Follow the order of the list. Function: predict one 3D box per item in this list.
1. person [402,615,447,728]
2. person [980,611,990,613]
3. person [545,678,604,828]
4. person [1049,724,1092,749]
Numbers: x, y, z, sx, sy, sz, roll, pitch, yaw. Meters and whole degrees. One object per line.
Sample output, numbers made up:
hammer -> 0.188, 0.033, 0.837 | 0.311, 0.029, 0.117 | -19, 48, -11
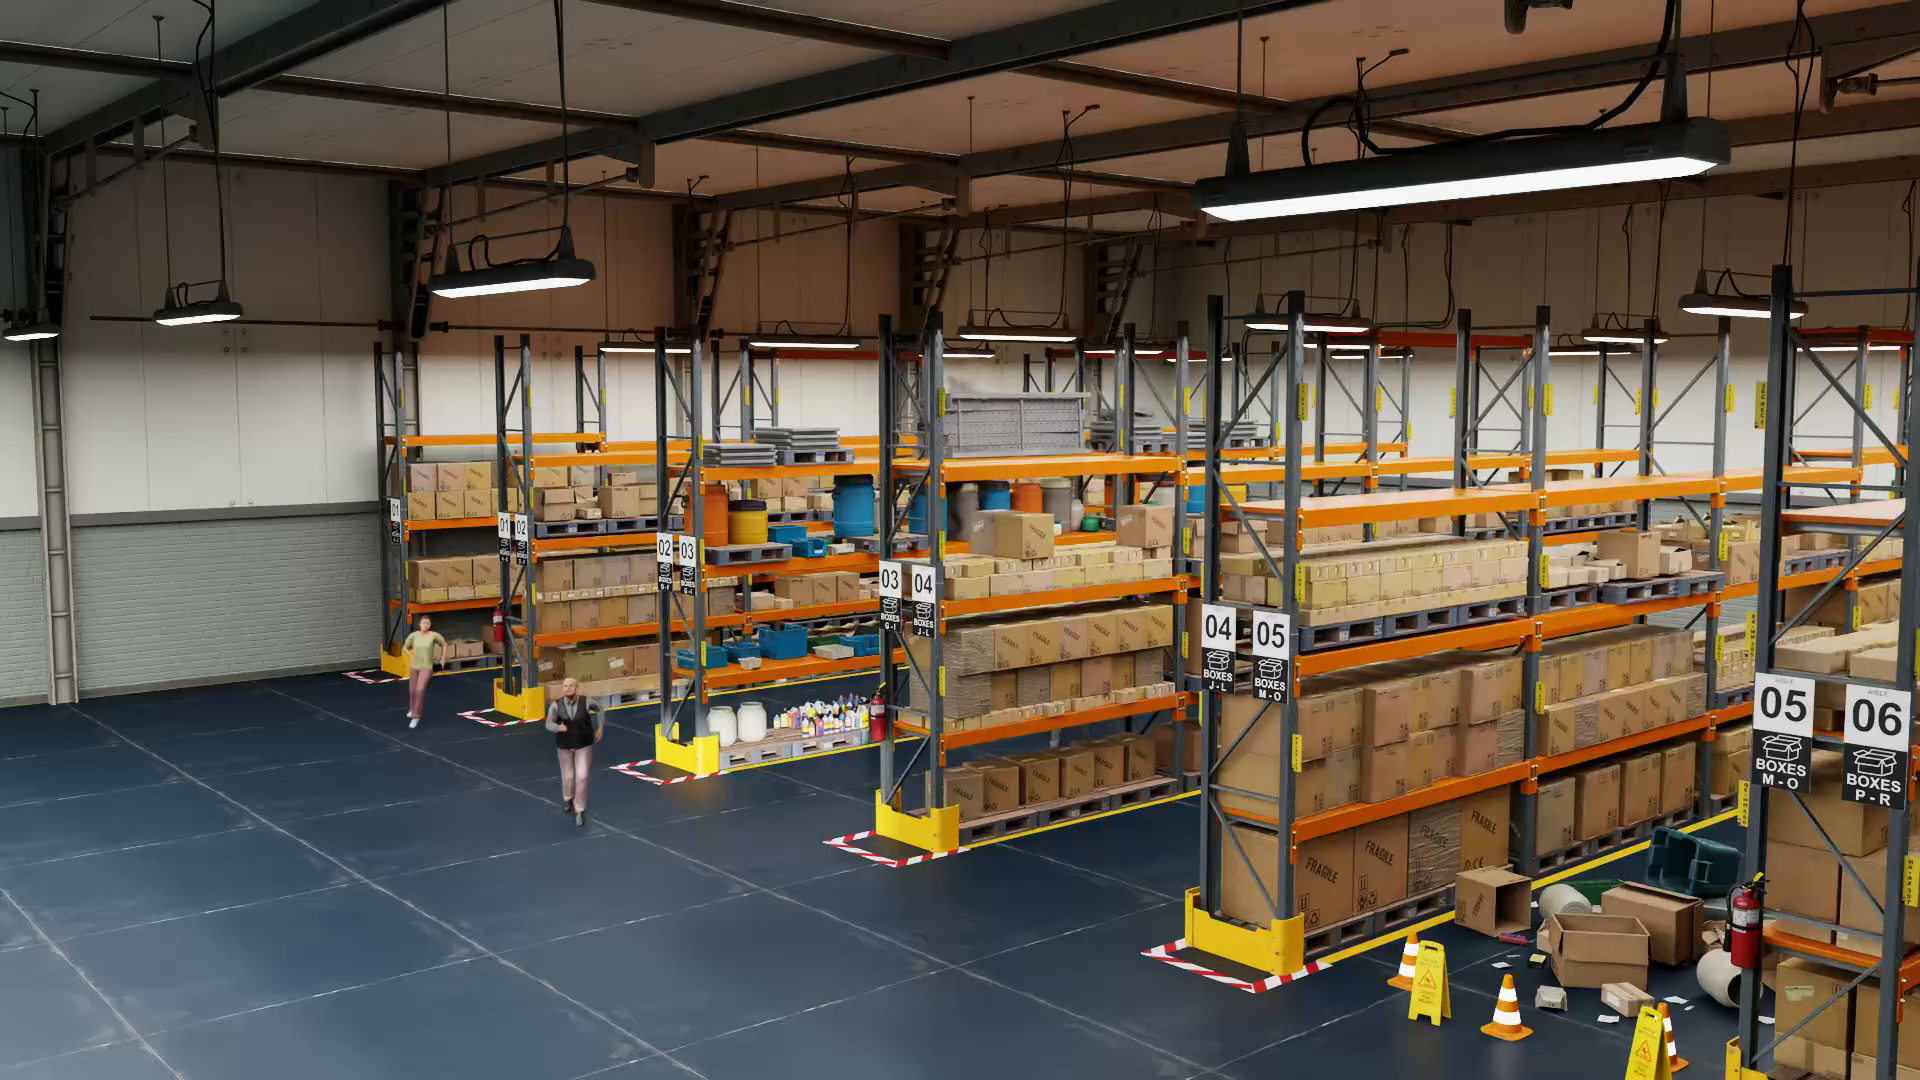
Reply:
person -> -8.280, 1.992, 25.655 | 0.642, 1.687, 0.840 | 0, 5, -4
person -> 0.169, 1.675, 28.781 | 0.618, 1.744, 0.716 | -5, 7, -43
person -> -4.595, 2.508, 19.860 | 0.661, 1.766, 0.894 | -1, 5, -6
person -> 1.524, 2.188, 23.306 | 0.596, 1.728, 0.834 | 5, 7, 42
